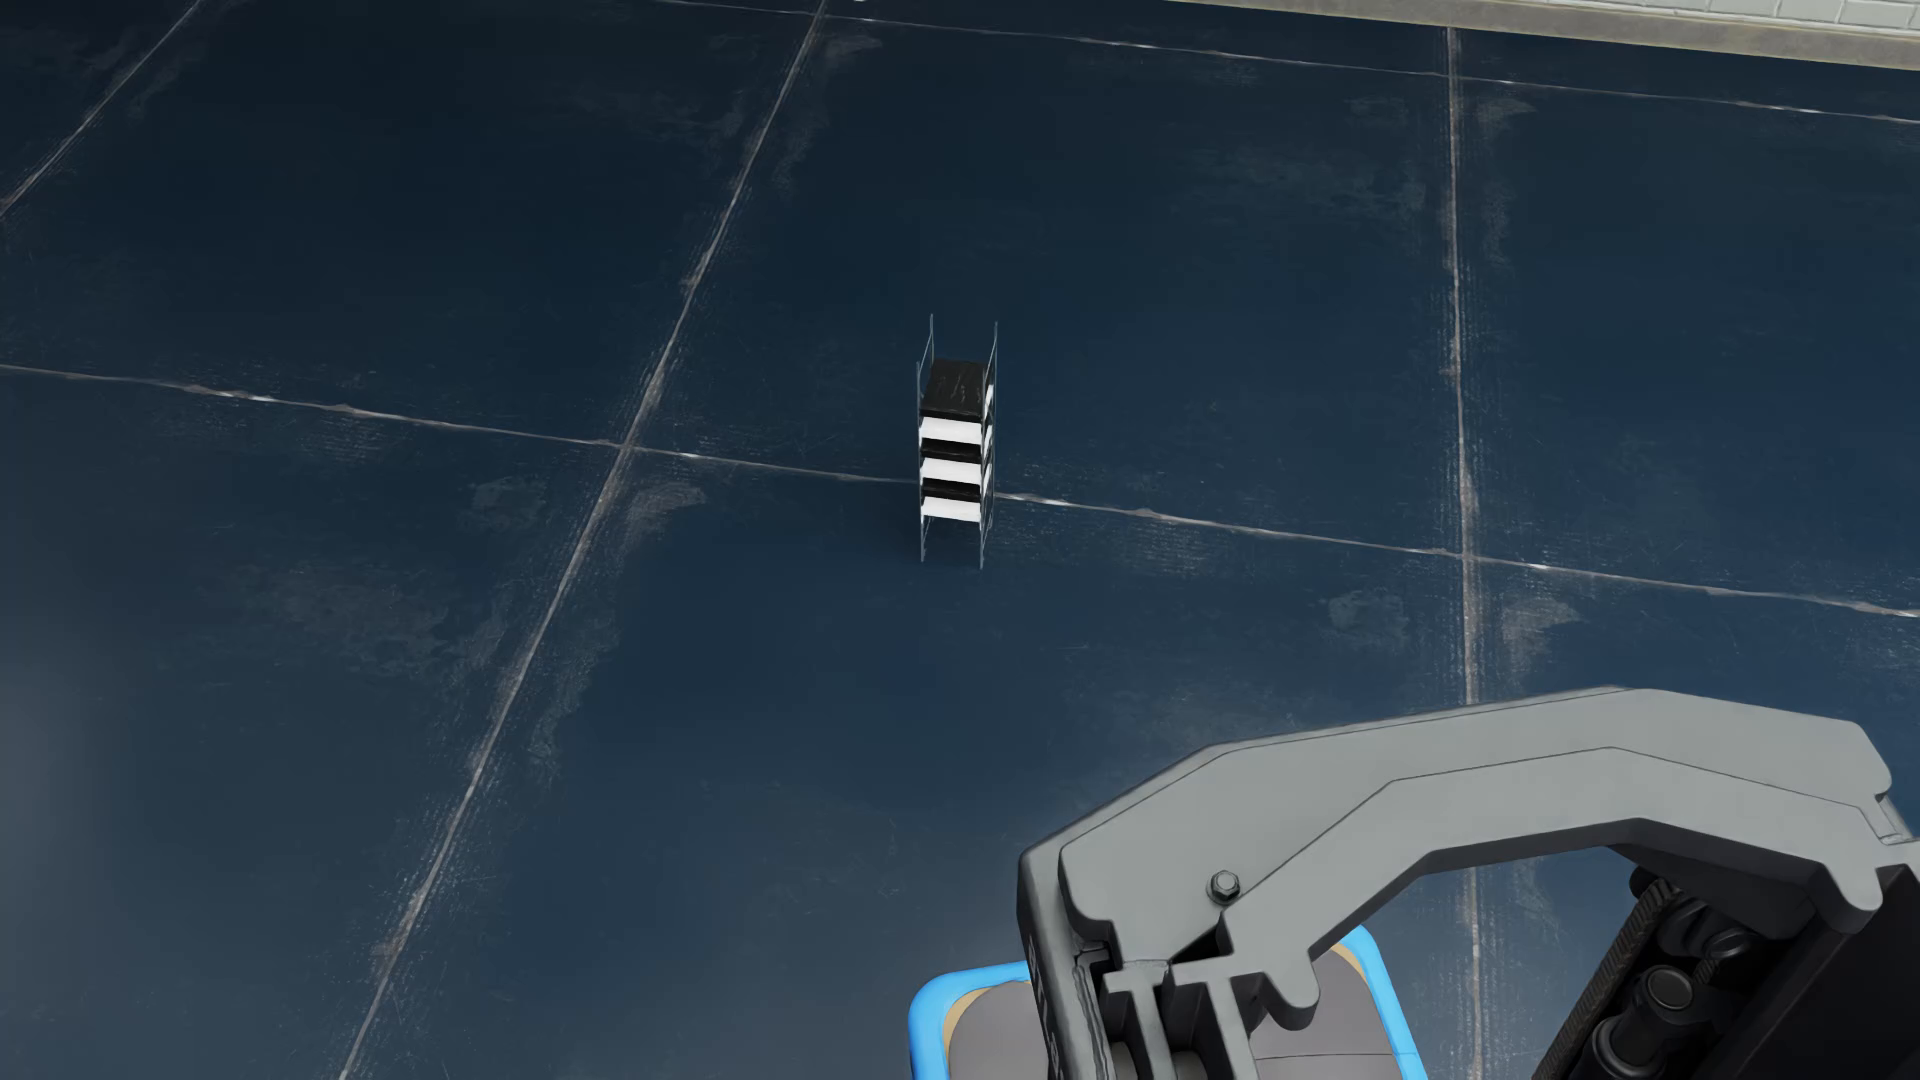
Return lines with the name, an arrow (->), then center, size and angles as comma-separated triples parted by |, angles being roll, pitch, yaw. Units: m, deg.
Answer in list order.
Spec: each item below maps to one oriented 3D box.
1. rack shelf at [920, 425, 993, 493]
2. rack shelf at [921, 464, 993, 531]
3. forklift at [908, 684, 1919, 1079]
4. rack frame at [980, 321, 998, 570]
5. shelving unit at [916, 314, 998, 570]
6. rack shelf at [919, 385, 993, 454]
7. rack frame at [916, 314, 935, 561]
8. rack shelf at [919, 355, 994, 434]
rack shelf -> -0.008, -0.280, 5.441 | 0.200, 0.077, 0.258 | 8, 49, 7
rack shelf -> -0.008, -0.159, 5.575 | 0.200, 0.077, 0.258 | 8, 49, 7
forklift -> 0.643, 1.678, 2.272 | 1.130, 2.935, 3.031 | -8, 49, -7
rack frame -> 0.092, -0.288, 5.404 | 0.006, 0.900, 0.240 | 8, 49, 7
shelving unit -> -0.008, -0.302, 5.416 | 0.210, 0.900, 0.258 | 8, 49, 7
rack shelf -> -0.008, -0.400, 5.307 | 0.200, 0.077, 0.258 | 8, 49, 7
rack frame -> -0.108, -0.315, 5.428 | 0.006, 0.900, 0.240 | 8, 49, 7
rack shelf -> -0.008, -0.460, 5.240 | 0.200, 0.077, 0.258 | 8, 49, 7
